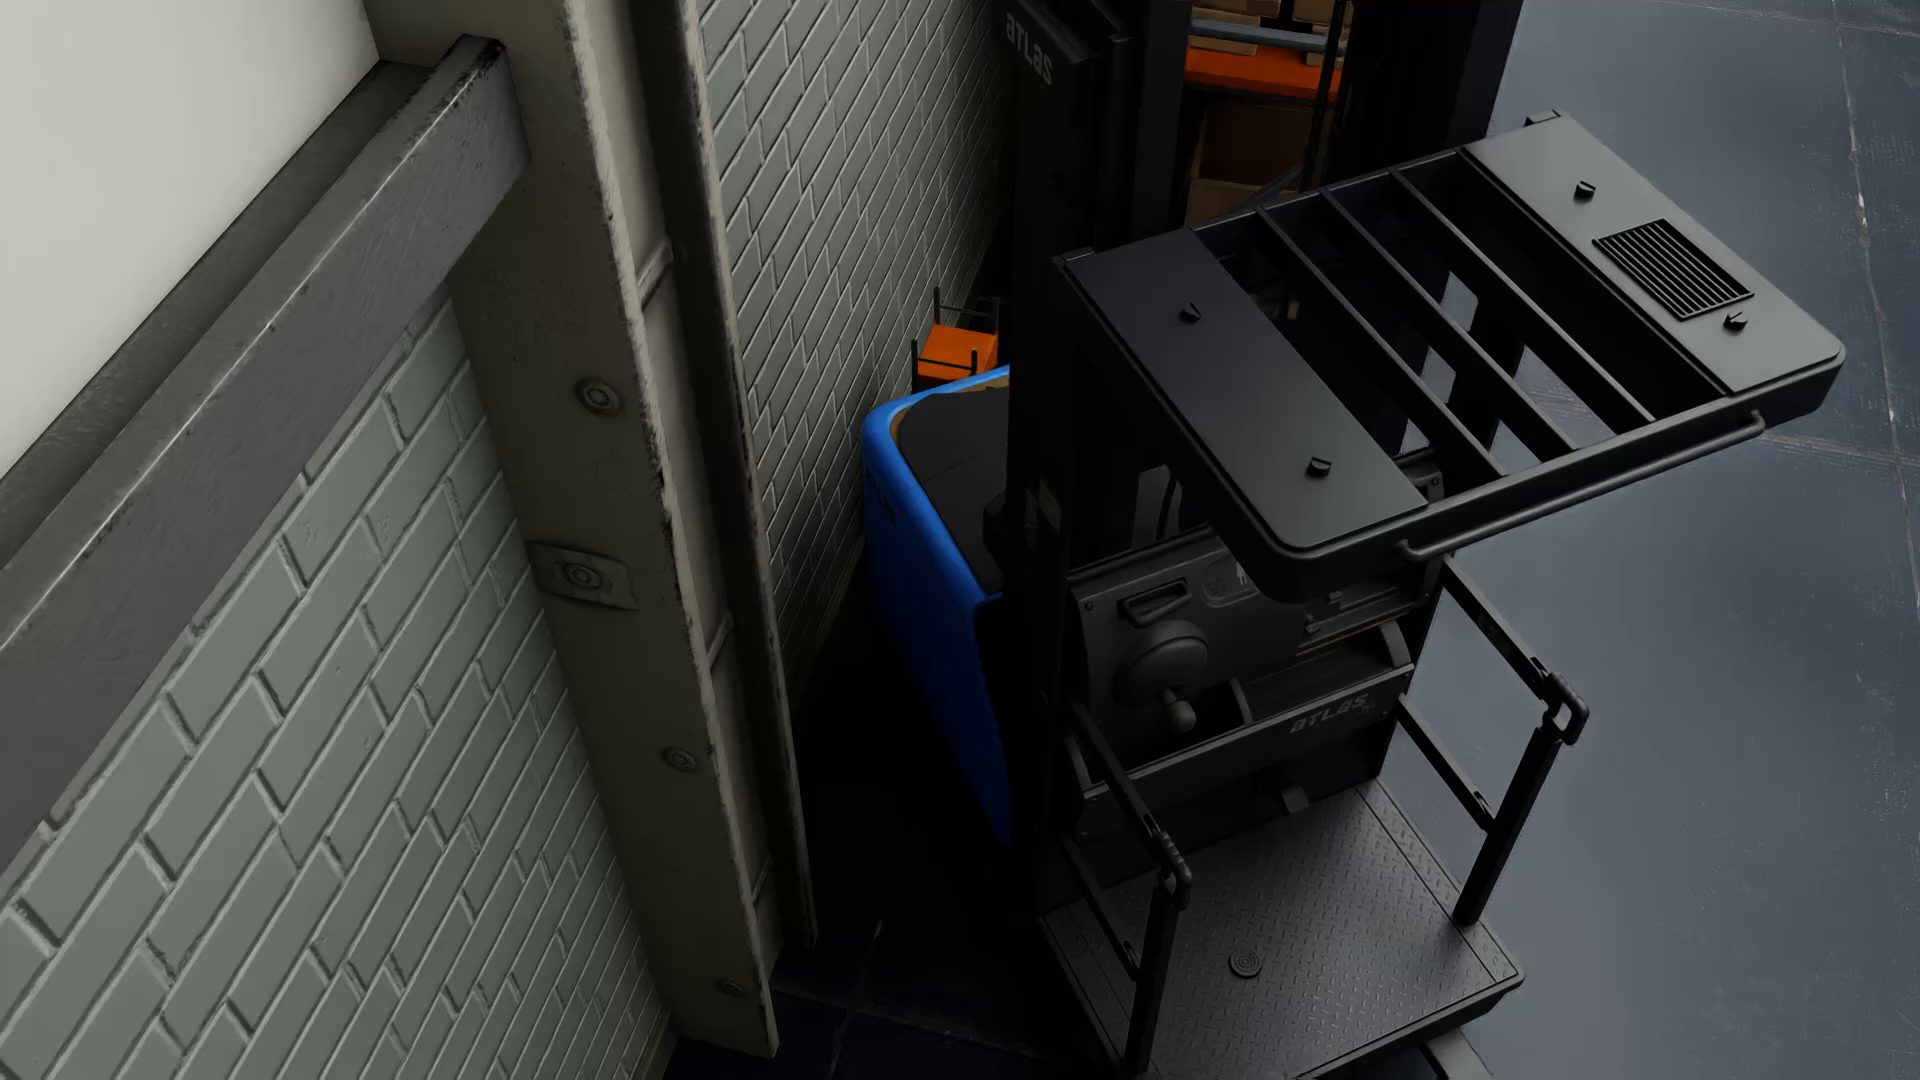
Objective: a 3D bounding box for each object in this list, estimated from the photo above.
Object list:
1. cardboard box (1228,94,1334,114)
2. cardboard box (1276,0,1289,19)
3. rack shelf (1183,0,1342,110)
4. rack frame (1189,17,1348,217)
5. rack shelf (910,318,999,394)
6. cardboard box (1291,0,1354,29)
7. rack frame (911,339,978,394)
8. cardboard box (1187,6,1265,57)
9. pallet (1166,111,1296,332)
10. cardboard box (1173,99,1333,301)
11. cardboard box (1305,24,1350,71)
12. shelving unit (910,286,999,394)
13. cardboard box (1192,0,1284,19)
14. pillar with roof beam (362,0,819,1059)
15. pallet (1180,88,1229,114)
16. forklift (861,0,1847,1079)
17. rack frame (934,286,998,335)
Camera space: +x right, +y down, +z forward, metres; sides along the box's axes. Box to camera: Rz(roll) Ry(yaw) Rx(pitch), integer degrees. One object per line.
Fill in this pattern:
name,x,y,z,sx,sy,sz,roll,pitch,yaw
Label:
cardboard box,1.491,-1.877,6.793,0.700,0.500,0.500,13,50,12
cardboard box,0.930,-1.911,5.604,0.380,0.149,0.250,13,50,11
rack shelf,1.502,-2.739,6.647,1.077,0.370,4.000,12,50,10
rack frame,0.976,-1.530,5.100,1.000,3.000,0.127,12,50,10
rack shelf,-0.014,-0.489,5.117,0.215,0.259,0.240,12,50,10
cardboard box,1.355,-1.854,5.287,0.500,0.250,0.500,12,50,10
rack frame,-0.046,-0.220,5.244,0.200,1.050,0.008,12,50,10
cardboard box,0.804,-1.740,5.453,0.380,0.149,0.250,11,50,10
pallet,1.205,-1.239,6.703,1.003,0.211,1.213,12,50,10
cardboard box,1.228,-1.267,6.252,0.797,0.503,0.637,10,49,9
cardboard box,1.327,-1.631,5.356,0.380,0.149,0.250,11,50,10
shelving unit,-0.014,-0.309,5.322,0.215,1.050,0.252,12,50,10
cardboard box,0.841,-1.964,5.385,0.500,0.250,0.500,13,50,11
pillar with roof beam,3.550,-0.894,0.537,9.100,9.000,0.400,12,50,10
pallet,1.528,-2.119,7.480,1.003,0.211,1.213,12,50,10
forklift,0.775,0.235,3.588,1.130,2.935,3.031,-19,51,-16
rack frame,0.018,-0.397,5.400,0.200,1.050,0.008,12,50,10
